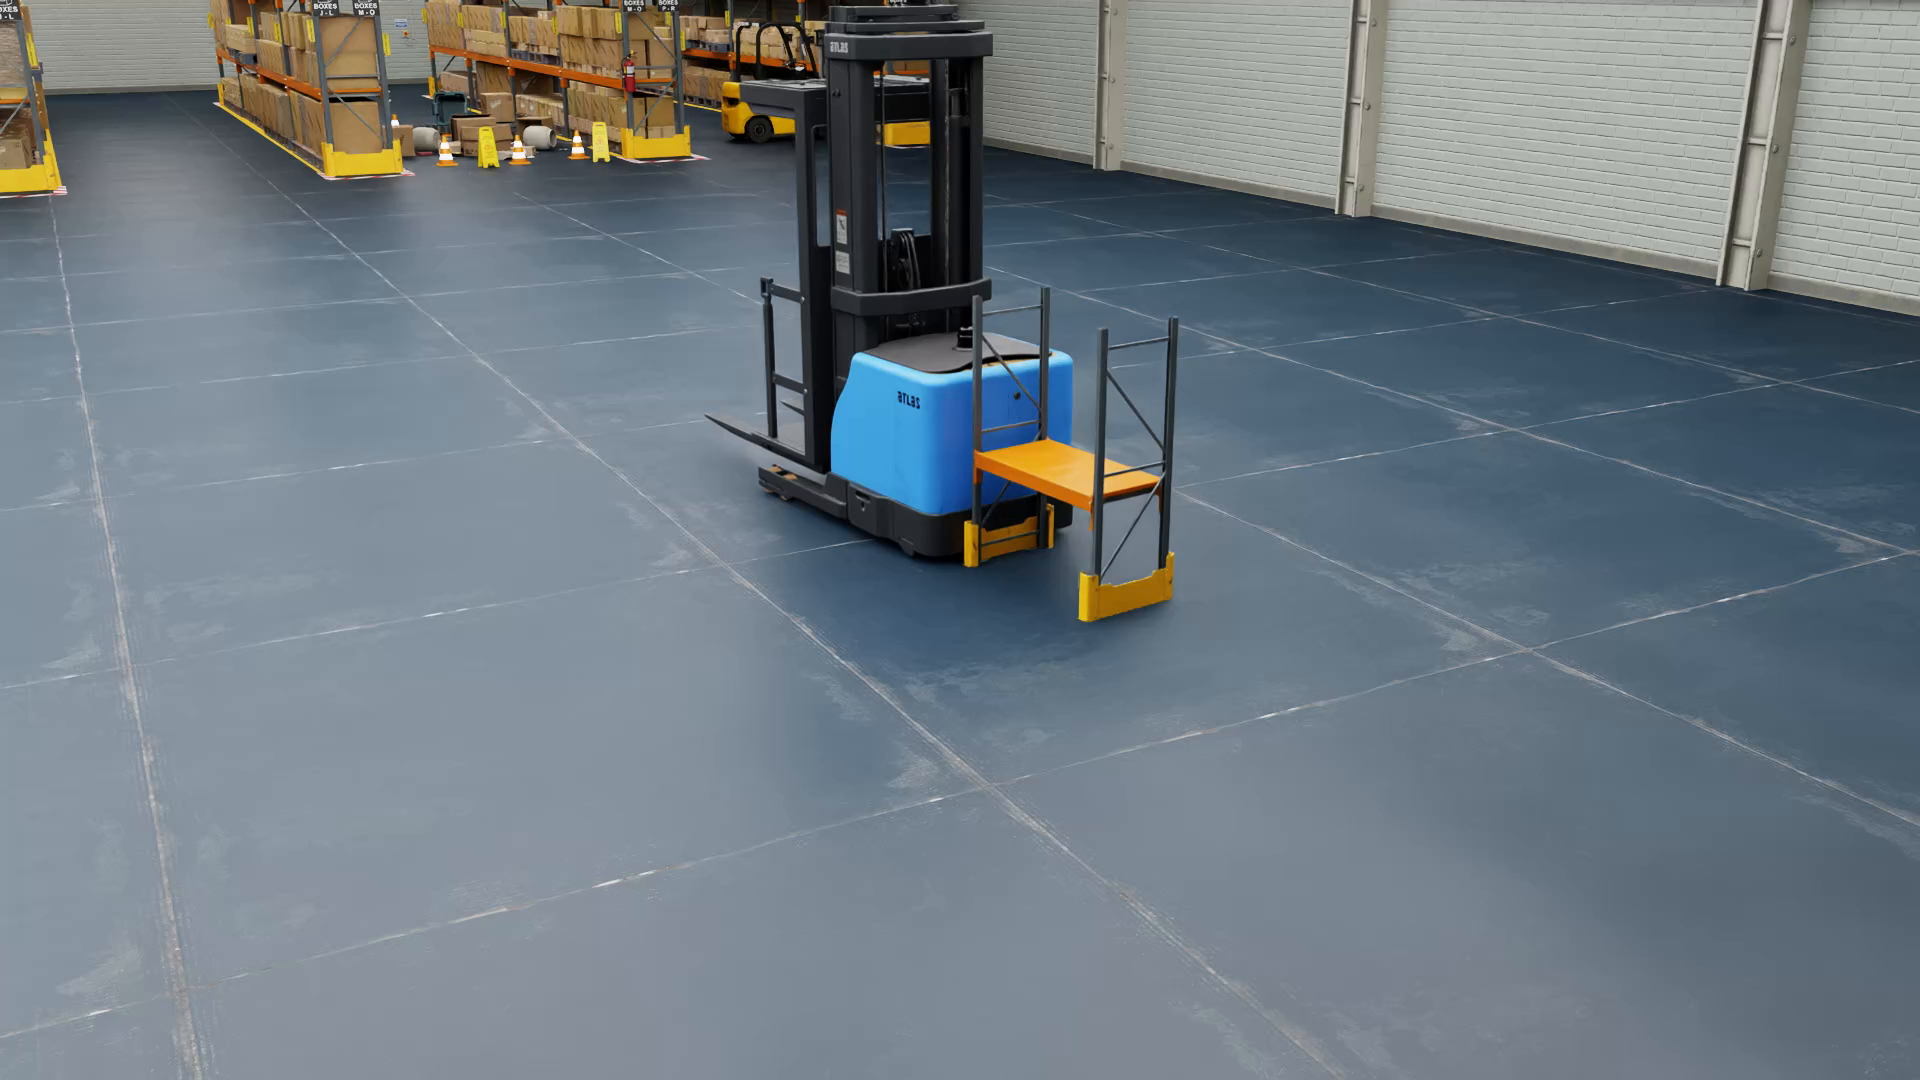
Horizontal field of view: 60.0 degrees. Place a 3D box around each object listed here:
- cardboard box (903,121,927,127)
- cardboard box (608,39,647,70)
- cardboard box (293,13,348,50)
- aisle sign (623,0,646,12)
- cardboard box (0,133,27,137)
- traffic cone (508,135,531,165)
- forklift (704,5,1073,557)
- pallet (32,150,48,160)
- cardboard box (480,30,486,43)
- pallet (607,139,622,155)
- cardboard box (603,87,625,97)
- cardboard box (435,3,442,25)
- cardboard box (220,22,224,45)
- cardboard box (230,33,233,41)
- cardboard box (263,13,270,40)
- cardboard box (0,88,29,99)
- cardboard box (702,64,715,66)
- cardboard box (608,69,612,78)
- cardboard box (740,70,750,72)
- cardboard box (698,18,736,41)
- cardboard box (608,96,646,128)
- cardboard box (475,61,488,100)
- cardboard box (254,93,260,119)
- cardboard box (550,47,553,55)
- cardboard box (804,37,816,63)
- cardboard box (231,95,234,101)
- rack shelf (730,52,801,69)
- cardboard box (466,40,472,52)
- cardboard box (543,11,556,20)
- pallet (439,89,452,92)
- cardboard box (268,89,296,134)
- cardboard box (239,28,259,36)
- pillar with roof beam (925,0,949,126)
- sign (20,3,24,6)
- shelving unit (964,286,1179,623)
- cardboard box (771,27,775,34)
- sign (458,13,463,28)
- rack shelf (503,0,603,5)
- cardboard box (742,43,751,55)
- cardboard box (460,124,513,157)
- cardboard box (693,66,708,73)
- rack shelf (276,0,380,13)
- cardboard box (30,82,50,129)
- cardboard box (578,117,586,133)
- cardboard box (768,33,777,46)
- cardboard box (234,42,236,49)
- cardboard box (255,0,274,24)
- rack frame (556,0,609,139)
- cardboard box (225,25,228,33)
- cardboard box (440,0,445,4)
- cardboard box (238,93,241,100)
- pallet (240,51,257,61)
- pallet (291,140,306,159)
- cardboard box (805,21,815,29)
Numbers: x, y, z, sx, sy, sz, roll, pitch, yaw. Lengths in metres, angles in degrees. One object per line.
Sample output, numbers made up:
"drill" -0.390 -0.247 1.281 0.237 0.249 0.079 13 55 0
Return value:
"cardboard box" -0.959 -7.949 31.640 0.500 0.250 0.500 -10 21 -26
"cardboard box" -5.764 -8.410 28.795 0.500 0.500 0.500 -10 22 -28
"cardboard box" -10.569 -8.464 27.677 0.875 0.550 0.500 -10 21 -27
"aisle sign" -5.490 -9.275 27.926 0.394 0.787 0.004 -10 21 -27
"cardboard box" -14.581 -5.939 25.432 0.500 0.500 0.500 -4 20 -12
"traffic cone" -7.419 -6.564 27.944 0.336 0.463 0.334 -10 21 -27
"forklift" -0.613 -1.712 10.100 1.130 2.935 3.031 -13 23 -34
"pallet" -15.535 -6.217 27.323 1.003 0.211 1.213 -10 21 -27
"cardboard box" -10.271 -11.110 36.693 0.500 0.250 0.500 -11 22 -28
"pallet" -5.655 -7.051 29.742 1.003 0.211 1.213 -10 21 -27
"cardboard box" -6.108 -7.953 29.509 0.380 0.149 0.250 -9 21 -25
"cardboard box" -12.382 -12.746 40.285 0.500 0.500 0.500 -10 21 -27
"cardboard box" -16.455 -11.485 37.706 0.500 0.500 0.500 -11 22 -28
"cardboard box" -15.117 -10.571 34.954 0.380 0.149 0.250 -11 22 -29
"cardboard box" -12.926 -9.854 31.904 0.700 0.500 0.500 -10 22 -27
"cardboard box" -13.911 -6.574 24.469 0.380 0.149 0.250 -10 21 -27
"cardboard box" -6.167 -11.586 40.803 0.380 0.149 0.250 -11 22 -29
"cardboard box" -5.951 -8.197 29.172 0.380 0.149 0.250 -10 22 -28
"cardboard box" -4.961 -10.836 38.630 0.380 0.149 0.250 -10 21 -26
"cardboard box" -5.634 -11.863 38.608 0.797 0.503 0.637 -11 22 -28
"cardboard box" -5.874 -7.552 29.339 0.500 0.500 0.500 -10 21 -26
"cardboard box" -10.598 -10.582 38.314 0.875 0.875 0.875 -9 21 -25
"cardboard box" -14.157 -8.925 34.085 0.500 0.500 0.500 -9 21 -24
"cardboard box" -7.761 -9.520 32.364 0.380 0.149 0.250 -11 22 -28
"cardboard box" -2.816 -9.906 33.589 0.500 0.500 0.500 -11 22 -28
"cardboard box" -16.457 -10.115 38.073 0.380 0.149 0.250 -10 21 -27
"rack shelf" -3.747 -10.261 35.872 1.077 0.370 4.000 -10 21 -27
"cardboard box" -10.986 -11.316 38.055 0.500 0.250 0.500 -11 22 -28
"cardboard box" -7.920 -10.243 32.471 0.380 0.149 0.250 -11 22 -28
"pallet" -12.413 -11.166 41.668 1.003 0.211 1.213 -10 21 -27
"cardboard box" -12.301 -8.038 31.133 1.050 0.750 0.750 -10 21 -27
"cardboard box" -14.249 -10.188 33.387 0.380 0.149 0.250 -9 21 -25
"pillar with roof beam" -4.224 -11.387 28.836 9.100 9.000 0.400 -10 21 -27
"sign" -21.099 -11.906 37.399 0.100 0.325 0.005 -10 21 -27
"shelving unit" 0.569 -0.486 8.742 0.587 1.500 1.083 -13 23 -34
"cardboard box" -3.787 -10.807 35.203 0.380 0.149 0.250 -10 21 -26
"sign" -11.450 -11.914 38.111 0.100 0.325 0.005 -10 21 -27
"rack shelf" -8.113 -10.909 33.152 1.077 0.370 4.000 -10 21 -27
"cardboard box" -4.466 -10.794 36.544 0.500 0.250 0.500 -10 22 -28
"cardboard box" -8.326 -7.041 29.264 0.637 0.503 0.797 7 20 20
"cardboard box" -6.186 -11.287 39.936 0.380 0.149 0.250 -10 22 -28
"rack shelf" -10.522 -8.965 27.518 1.077 0.370 4.000 -10 21 -27
"cardboard box" -18.094 -8.266 31.601 1.225 0.875 0.875 -11 22 -29
"cardboard box" -6.858 -7.793 31.189 0.500 0.250 0.500 -9 21 -24
"cardboard box" -3.743 -10.588 35.180 0.500 0.250 0.500 -10 21 -26
"cardboard box" -14.864 -10.279 34.564 0.380 0.149 0.250 -10 22 -28
"cardboard box" -15.271 -11.586 36.466 0.500 0.500 0.500 -9 21 -25
"rack frame" -7.164 -9.257 31.860 1.000 3.000 0.127 -10 21 -27
"cardboard box" -15.489 -10.935 35.551 0.380 0.149 0.250 -9 21 -24
"cardboard box" -12.238 -12.932 39.829 0.380 0.149 0.250 -11 22 -28
"cardboard box" -15.700 -9.791 36.677 0.380 0.149 0.250 -10 21 -26
"pallet" -14.347 -10.081 34.541 1.003 0.211 1.213 -10 21 -27
"pallet" -11.180 -6.913 29.341 1.003 0.211 1.213 -10 21 -27
"cardboard box" -2.907 -10.384 33.522 0.380 0.149 0.250 -10 21 -26
